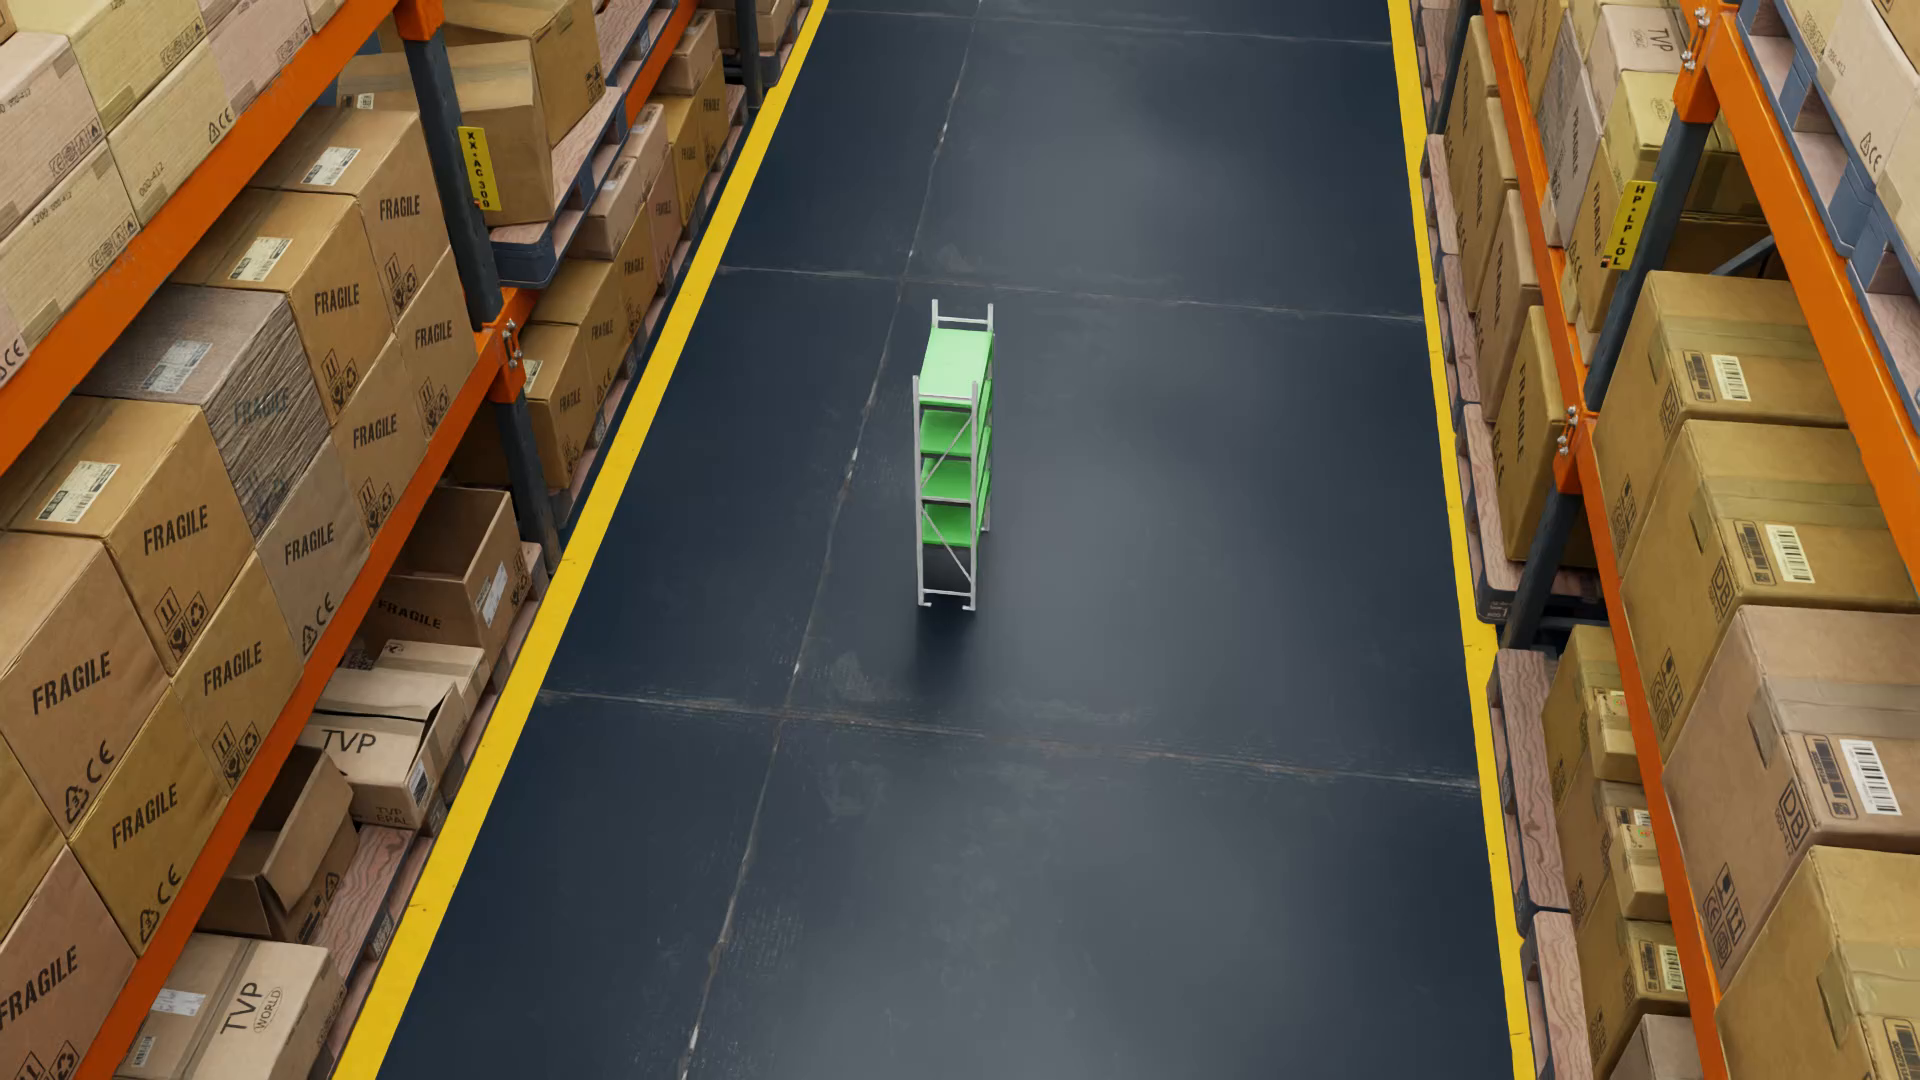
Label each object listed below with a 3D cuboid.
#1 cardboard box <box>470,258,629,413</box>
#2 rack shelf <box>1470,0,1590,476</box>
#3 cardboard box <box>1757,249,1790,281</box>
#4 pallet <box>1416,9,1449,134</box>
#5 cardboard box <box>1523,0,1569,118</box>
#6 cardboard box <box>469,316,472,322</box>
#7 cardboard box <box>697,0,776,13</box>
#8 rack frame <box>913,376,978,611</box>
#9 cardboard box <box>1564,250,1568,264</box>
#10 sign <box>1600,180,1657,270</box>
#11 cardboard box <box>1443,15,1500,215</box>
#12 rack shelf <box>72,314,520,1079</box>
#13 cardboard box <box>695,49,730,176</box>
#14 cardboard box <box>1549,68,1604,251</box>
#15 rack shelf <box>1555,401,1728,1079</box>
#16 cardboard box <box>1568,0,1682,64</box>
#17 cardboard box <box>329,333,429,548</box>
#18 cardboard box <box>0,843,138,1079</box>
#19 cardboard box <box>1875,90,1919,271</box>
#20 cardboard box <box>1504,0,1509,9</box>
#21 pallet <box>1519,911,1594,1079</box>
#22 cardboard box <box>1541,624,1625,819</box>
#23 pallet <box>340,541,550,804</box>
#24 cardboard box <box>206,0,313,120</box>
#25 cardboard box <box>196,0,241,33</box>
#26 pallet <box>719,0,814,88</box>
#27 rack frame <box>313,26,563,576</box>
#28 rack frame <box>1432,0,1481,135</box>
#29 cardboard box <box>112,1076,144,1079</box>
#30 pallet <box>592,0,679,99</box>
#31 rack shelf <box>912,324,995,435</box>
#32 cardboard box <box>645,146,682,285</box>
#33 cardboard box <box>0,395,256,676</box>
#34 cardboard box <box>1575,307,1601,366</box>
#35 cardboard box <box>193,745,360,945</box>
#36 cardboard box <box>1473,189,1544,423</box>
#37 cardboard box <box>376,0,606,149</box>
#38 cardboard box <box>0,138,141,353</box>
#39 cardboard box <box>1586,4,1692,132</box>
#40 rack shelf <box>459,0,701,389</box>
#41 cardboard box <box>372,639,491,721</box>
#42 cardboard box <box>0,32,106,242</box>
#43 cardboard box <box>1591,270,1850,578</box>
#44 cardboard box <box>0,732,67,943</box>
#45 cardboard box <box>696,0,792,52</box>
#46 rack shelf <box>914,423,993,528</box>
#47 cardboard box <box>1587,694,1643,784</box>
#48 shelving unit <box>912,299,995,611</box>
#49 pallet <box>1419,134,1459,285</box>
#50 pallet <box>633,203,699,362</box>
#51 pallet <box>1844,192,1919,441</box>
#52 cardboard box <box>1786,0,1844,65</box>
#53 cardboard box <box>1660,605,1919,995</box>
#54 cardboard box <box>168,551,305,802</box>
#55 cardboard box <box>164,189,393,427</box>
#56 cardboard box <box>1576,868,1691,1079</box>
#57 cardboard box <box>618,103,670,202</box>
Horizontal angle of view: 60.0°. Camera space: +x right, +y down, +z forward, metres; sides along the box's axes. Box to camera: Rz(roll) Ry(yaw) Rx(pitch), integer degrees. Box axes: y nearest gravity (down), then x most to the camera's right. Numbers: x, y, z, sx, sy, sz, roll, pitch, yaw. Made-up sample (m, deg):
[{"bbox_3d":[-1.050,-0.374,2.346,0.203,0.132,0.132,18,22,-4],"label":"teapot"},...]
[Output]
[{"bbox_3d":[-1.854,-0.948,7.568,0.500,0.500,0.500,6,44,6],"label":"cardboard box"},{"bbox_3d":[2.956,-1.678,7.364,1.077,0.370,4.000,5,44,6],"label":"rack shelf"},{"bbox_3d":[3.002,-1.018,5.840,0.500,0.500,0.500,4,44,4],"label":"cardboard box"},{"bbox_3d":[3.325,-2.822,10.077,1.003,0.211,1.213,5,44,6],"label":"pallet"},{"bbox_3d":[2.697,-2.096,6.979,0.500,0.500,0.500,6,44,7],"label":"cardboard box"},{"bbox_3d":[-2.364,-0.974,7.596,0.500,0.500,0.500,5,44,6],"label":"cardboard box"},{"bbox_3d":[-1.330,-3.438,9.986,0.500,0.311,0.500,7,44,7],"label":"cardboard box"},{"bbox_3d":[-0.054,-0.157,6.543,0.240,1.200,0.015,5,44,6],"label":"rack frame"},{"bbox_3d":[2.545,-1.095,6.393,0.380,0.149,0.250,7,44,7],"label":"cardboard box"},{"bbox_3d":[2.153,-1.011,5.351,0.100,0.325,0.005,5,44,6],"label":"sign"},{"bbox_3d":[2.993,-2.185,8.634,0.750,0.750,0.750,5,44,5],"label":"cardboard box"},{"bbox_3d":[-2.483,0.600,4.958,1.077,0.370,4.000,5,44,6],"label":"rack shelf"},{"bbox_3d":[-1.581,-2.343,9.041,0.500,0.500,0.500,7,44,7],"label":"cardboard box"},{"bbox_3d":[2.561,-1.414,6.258,0.500,0.500,0.500,6,44,6],"label":"cardboard box"},{"bbox_3d":[2.427,1.048,4.485,1.077,0.370,4.000,5,44,6],"label":"rack shelf"},{"bbox_3d":[2.645,-2.037,6.370,0.500,0.250,0.500,6,44,6],"label":"cardboard box"},{"bbox_3d":[-2.097,-0.345,5.360,0.500,0.500,0.500,6,44,7],"label":"cardboard box"},{"bbox_3d":[-2.365,1.035,3.902,0.500,0.500,0.500,5,44,5],"label":"cardboard box"},{"bbox_3d":[2.197,-0.656,3.311,0.500,0.250,0.500,4,44,4],"label":"cardboard box"},{"bbox_3d":[2.824,-2.790,7.711,0.500,0.500,0.500,7,44,7],"label":"cardboard box"},{"bbox_3d":[2.355,1.781,5.215,1.003,0.211,1.213,5,44,6],"label":"pallet"},{"bbox_3d":[2.491,0.679,5.863,0.700,0.500,0.500,6,44,6],"label":"cardboard box"},{"bbox_3d":[-2.311,0.457,6.614,1.003,0.211,1.213,5,44,6],"label":"pallet"},{"bbox_3d":[-2.096,-1.363,4.436,0.500,0.250,0.500,5,44,6],"label":"cardboard box"},{"bbox_3d":[-2.083,-1.544,4.262,0.500,0.250,0.500,5,44,6],"label":"cardboard box"},{"bbox_3d":[-1.543,-3.295,10.576,1.003,0.211,1.213,5,44,6],"label":"pallet"},{"bbox_3d":[-2.219,-1.024,6.150,1.000,3.000,0.127,5,44,6],"label":"rack frame"},{"bbox_3d":[3.221,-3.302,8.556,1.000,3.000,0.127,5,44,6],"label":"rack frame"},{"bbox_3d":[-2.328,1.855,4.789,0.500,0.250,0.500,5,44,6],"label":"cardboard box"},{"bbox_3d":[-1.943,-2.354,7.695,1.003,0.211,1.213,5,44,6],"label":"pallet"},{"bbox_3d":[-0.022,-0.625,6.432,0.258,0.148,0.480,5,44,6],"label":"rack shelf"},{"bbox_3d":[-1.713,-1.632,8.290,0.500,0.500,0.500,4,44,4],"label":"cardboard box"},{"bbox_3d":[-2.229,-0.019,4.289,0.500,0.500,0.500,5,44,5],"label":"cardboard box"},{"bbox_3d":[2.456,-0.748,6.027,0.380,0.149,0.250,6,44,6],"label":"cardboard box"},{"bbox_3d":[-2.462,1.004,5.504,0.797,0.503,0.637,5,44,6],"label":"cardboard box"},{"bbox_3d":[2.764,-1.009,7.392,0.750,0.750,0.750,6,44,7],"label":"cardboard box"},{"bbox_3d":[-1.906,-1.990,6.791,0.700,0.500,0.500,12,45,12],"label":"cardboard box"},{"bbox_3d":[-2.225,-0.681,3.715,0.500,0.250,0.500,5,44,6],"label":"cardboard box"},{"bbox_3d":[2.577,-1.689,6.003,0.500,0.250,0.500,6,44,6],"label":"cardboard box"},{"bbox_3d":[-1.954,-2.126,7.837,1.077,0.370,4.000,5,44,6],"label":"rack shelf"},{"bbox_3d":[-2.003,0.527,6.266,0.380,0.149,0.250,5,44,6],"label":"cardboard box"},{"bbox_3d":[-2.219,-0.862,3.543,0.500,0.250,0.500,5,44,6],"label":"cardboard box"},{"bbox_3d":[2.604,-0.317,5.185,0.980,0.700,0.700,6,44,6],"label":"cardboard box"},{"bbox_3d":[-2.366,0.667,3.564,0.500,0.500,0.500,6,44,6],"label":"cardboard box"},{"bbox_3d":[-1.330,-3.234,10.179,0.500,0.250,0.500,5,44,5],"label":"cardboard box"},{"bbox_3d":[-0.022,-0.276,6.762,0.258,0.148,0.480,5,44,6],"label":"rack shelf"},{"bbox_3d":[2.265,0.661,5.411,0.380,0.149,0.250,7,44,7],"label":"cardboard box"},{"bbox_3d":[-0.022,-0.323,6.718,0.258,1.200,0.503,5,44,6],"label":"shelving unit"},{"bbox_3d":[3.042,-1.759,8.954,1.003,0.211,1.213,5,44,6],"label":"pallet"},{"bbox_3d":[-1.990,-1.403,8.578,1.003,0.211,1.213,5,44,6],"label":"pallet"},{"bbox_3d":[2.410,-0.247,3.213,1.003,0.211,1.213,5,44,6],"label":"pallet"},{"bbox_3d":[2.339,-1.353,4.046,0.500,0.250,0.500,5,44,5],"label":"cardboard box"},{"bbox_3d":[2.416,0.677,4.135,0.980,0.700,0.700,3,44,3],"label":"cardboard box"},{"bbox_3d":[-2.228,0.353,4.623,0.500,0.500,0.500,6,44,6],"label":"cardboard box"},{"bbox_3d":[-2.094,-0.706,5.014,0.500,0.500,0.500,4,44,5],"label":"cardboard box"},{"bbox_3d":[2.352,1.371,5.133,0.700,0.500,0.500,6,44,6],"label":"cardboard box"},{"bbox_3d":[-1.715,-1.879,8.006,0.500,0.250,0.500,4,44,5],"label":"cardboard box"}]
